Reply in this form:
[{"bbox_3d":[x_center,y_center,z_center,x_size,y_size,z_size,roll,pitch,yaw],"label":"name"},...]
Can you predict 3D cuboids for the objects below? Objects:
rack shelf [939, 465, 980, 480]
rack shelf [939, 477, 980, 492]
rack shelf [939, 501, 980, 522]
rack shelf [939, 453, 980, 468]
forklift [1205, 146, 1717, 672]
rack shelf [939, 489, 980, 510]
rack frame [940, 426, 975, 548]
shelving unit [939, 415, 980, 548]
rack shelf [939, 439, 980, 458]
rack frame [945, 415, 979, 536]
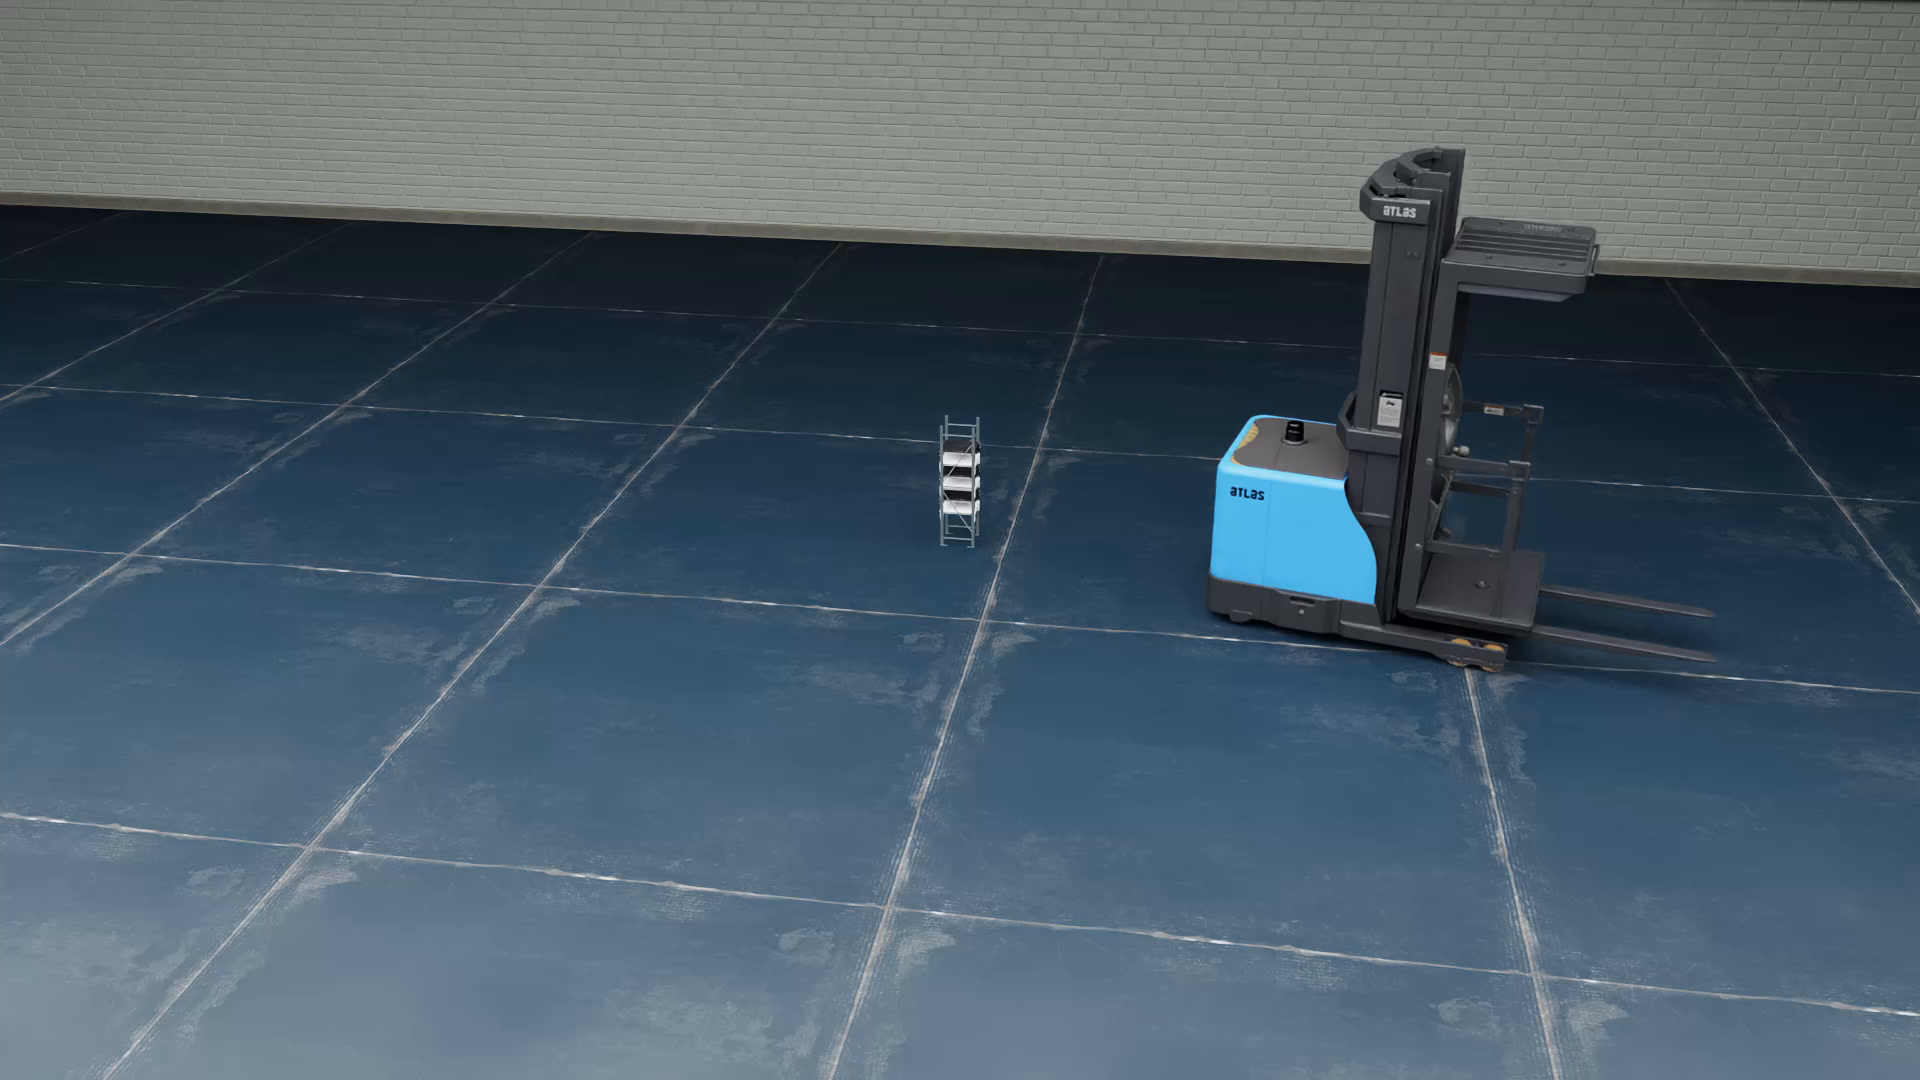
[{"bbox_3d":[-0.001,-0.455,11.572,0.258,0.077,0.200,4,25,9],"label":"rack shelf"},{"bbox_3d":[-0.001,-0.374,11.610,0.258,0.077,0.200,4,25,9],"label":"rack shelf"},{"bbox_3d":[-0.001,-0.211,11.687,0.258,0.077,0.200,4,25,9],"label":"rack shelf"},{"bbox_3d":[-0.001,-0.537,11.534,0.258,0.077,0.200,4,25,9],"label":"rack shelf"},{"bbox_3d":[3.152,-0.781,10.006,3.031,2.935,1.130,10,27,20],"label":"forklift"},{"bbox_3d":[-0.001,-0.292,11.648,0.258,0.077,0.200,4,25,9],"label":"rack shelf"},{"bbox_3d":[-0.018,-0.362,11.505,0.240,0.900,0.006,4,25,9],"label":"rack frame"},{"bbox_3d":[-0.001,-0.404,11.596,0.258,0.900,0.210,4,25,9],"label":"shelving unit"},{"bbox_3d":[-0.001,-0.619,11.496,0.258,0.077,0.200,4,25,9],"label":"rack shelf"},{"bbox_3d":[0.015,-0.447,11.687,0.240,0.900,0.006,4,25,9],"label":"rack frame"}]
